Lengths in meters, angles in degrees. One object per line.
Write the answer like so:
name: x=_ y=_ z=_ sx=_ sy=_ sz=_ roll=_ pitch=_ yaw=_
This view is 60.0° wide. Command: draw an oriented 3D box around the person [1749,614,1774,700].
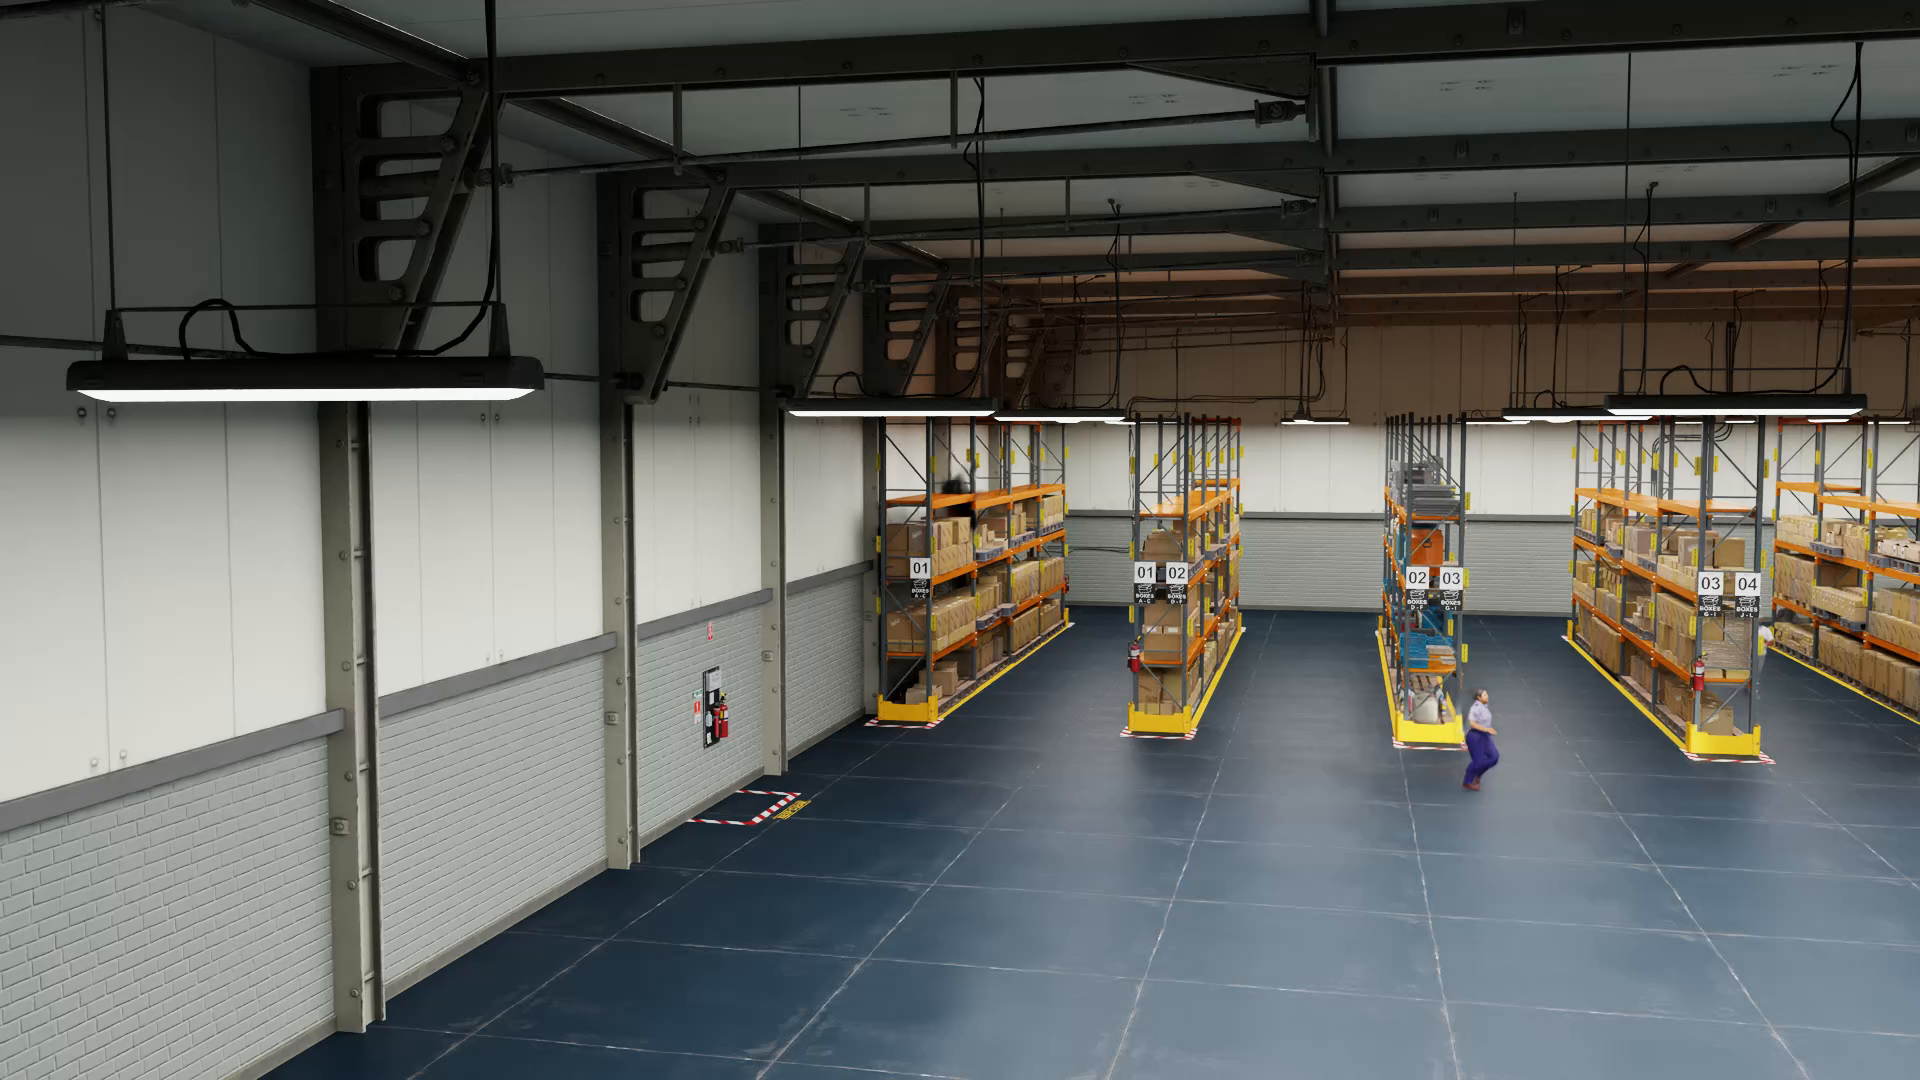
person: x=16.855 y=2.431 z=35.223 sx=0.691 sy=1.783 sz=0.918 roll=0 pitch=4 yaw=5

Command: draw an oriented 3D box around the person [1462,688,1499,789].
person: x=8.217 y=3.141 z=26.199 sx=0.586 sy=1.621 sz=0.612 roll=3 pitch=5 yaw=39

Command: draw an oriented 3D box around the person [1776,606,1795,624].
person: x=22.212 y=1.899 z=44.620 sx=0.660 sy=1.657 sz=0.562 roll=0 pitch=4 yaw=3
